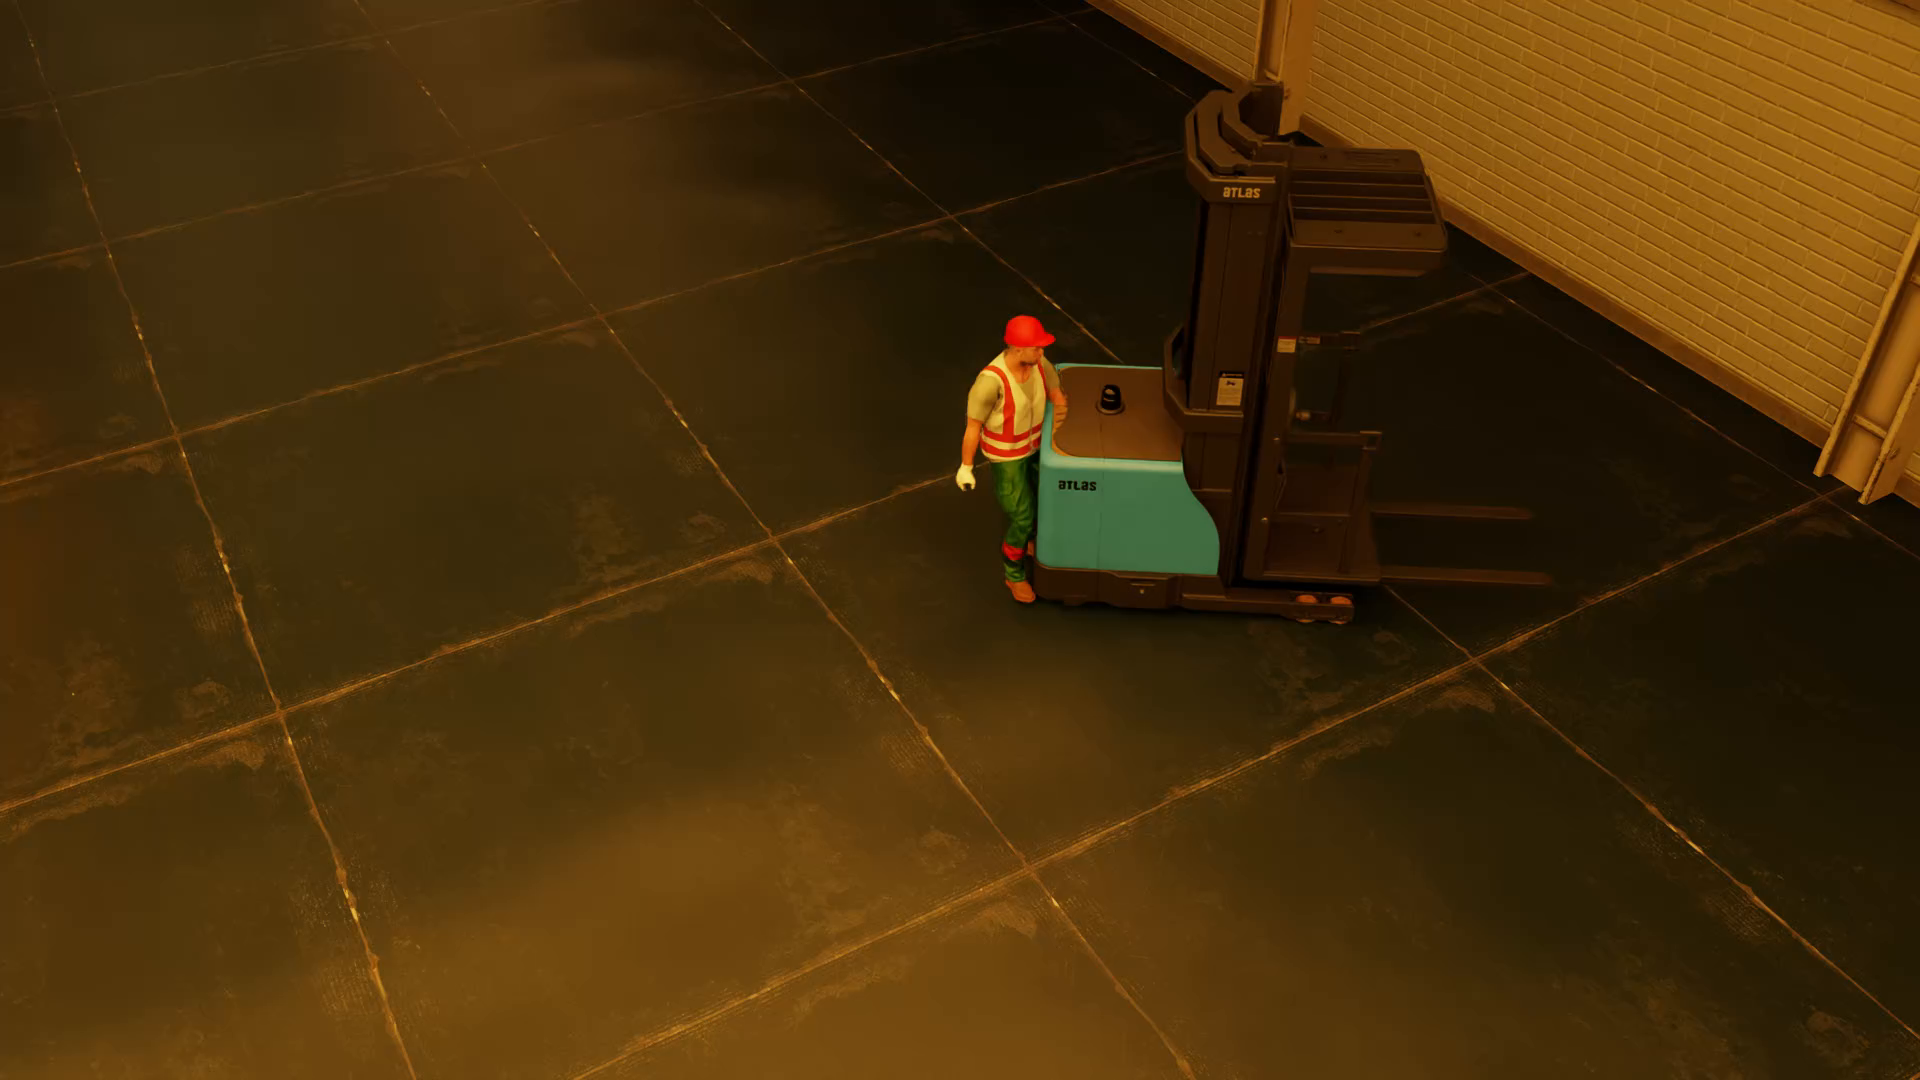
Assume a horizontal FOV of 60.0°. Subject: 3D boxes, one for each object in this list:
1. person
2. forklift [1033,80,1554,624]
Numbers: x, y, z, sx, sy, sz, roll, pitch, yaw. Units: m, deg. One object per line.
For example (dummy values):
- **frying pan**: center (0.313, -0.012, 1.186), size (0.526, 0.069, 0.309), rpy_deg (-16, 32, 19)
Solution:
- **person**: center (0.374, -0.475, 9.558), size (0.559, 1.735, 0.741), rpy_deg (31, 49, 32)
- **forklift**: center (1.974, -0.990, 9.229), size (3.031, 2.935, 1.130), rpy_deg (3, 40, 3)
